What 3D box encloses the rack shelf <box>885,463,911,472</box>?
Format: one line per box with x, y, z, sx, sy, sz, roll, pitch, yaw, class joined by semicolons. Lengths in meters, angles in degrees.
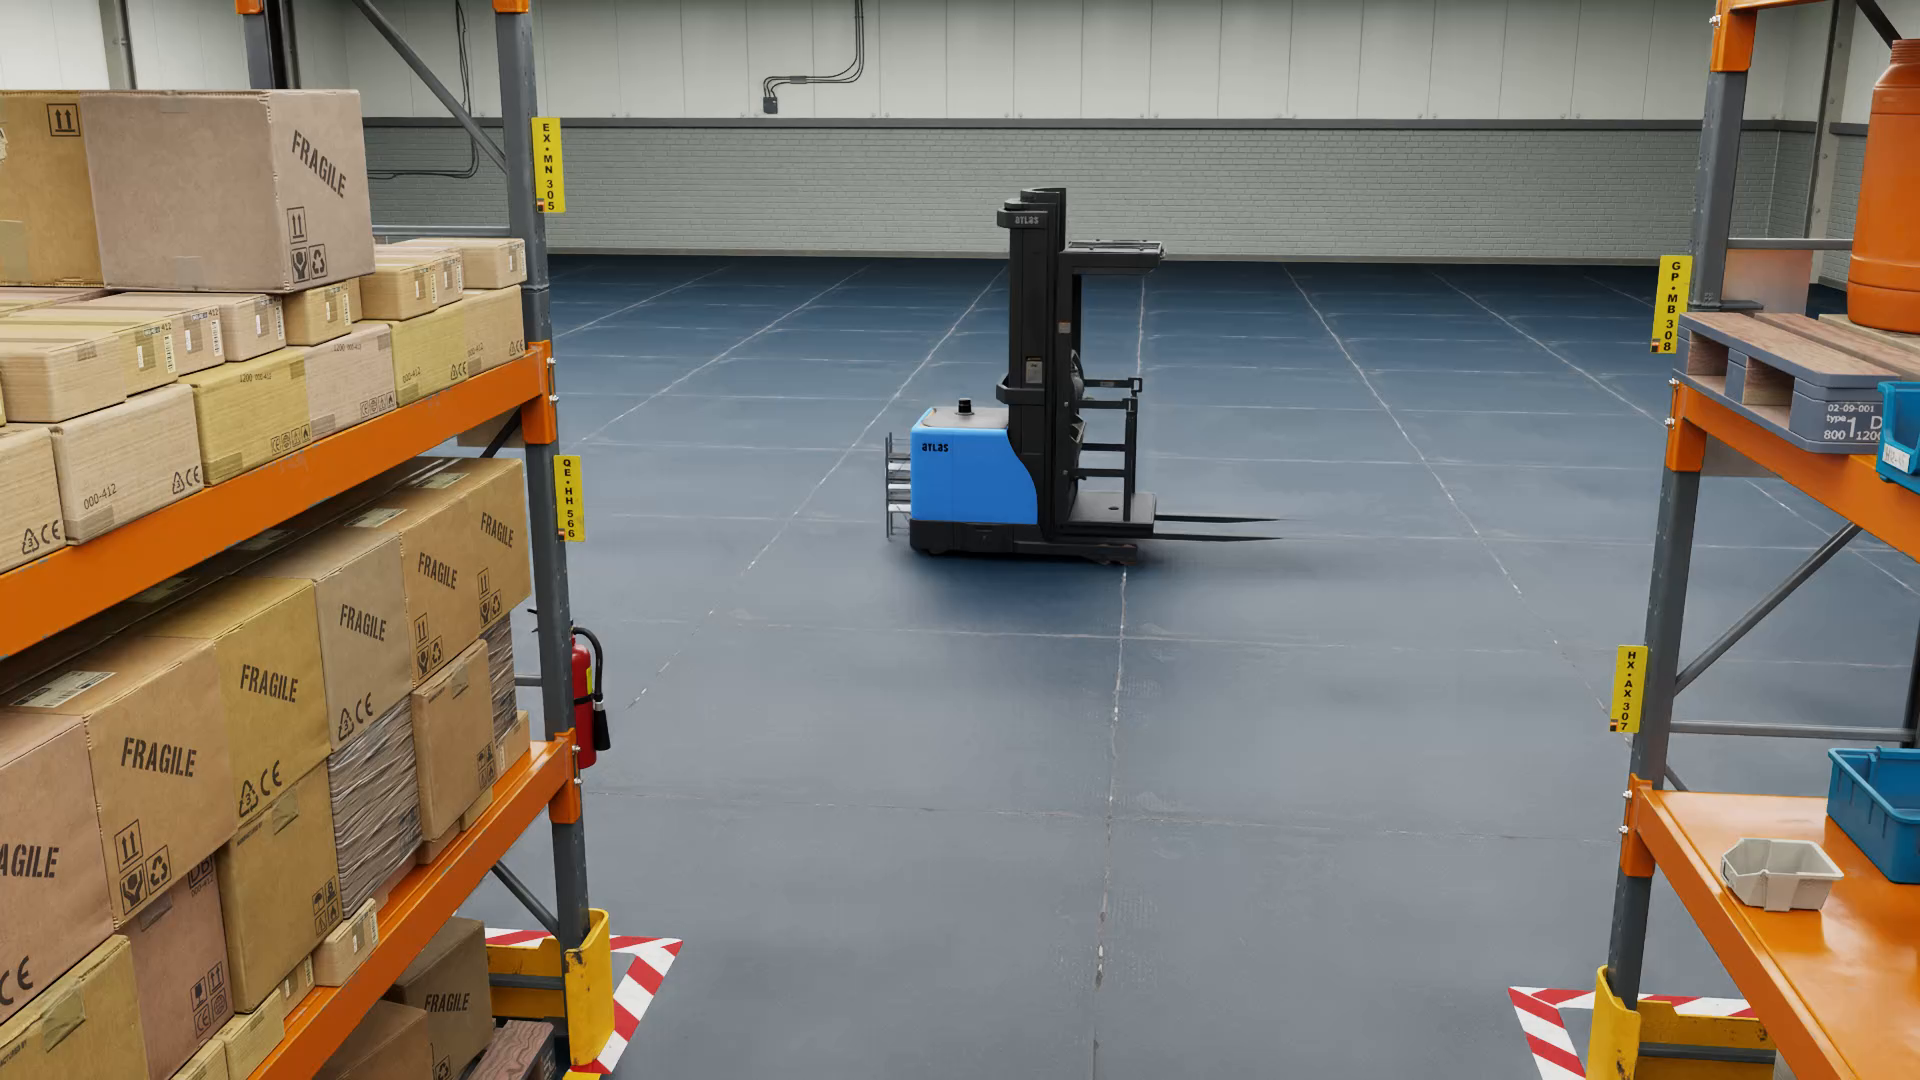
-0.492;-0.592;14.066;0.258;0.077;0.200;2;15;7;rack shelf

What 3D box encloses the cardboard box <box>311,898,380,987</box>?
-1.887;1.130;4.717;0.380;0.149;0.250;2;15;6;cardboard box

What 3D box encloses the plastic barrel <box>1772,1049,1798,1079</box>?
2.928;1.854;5.522;0.421;0.512;0.421;0;15;0;plastic barrel

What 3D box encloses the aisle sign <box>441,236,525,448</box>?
-1.690;-0.725;6.118;0.394;0.787;0.004;2;15;6;aisle sign

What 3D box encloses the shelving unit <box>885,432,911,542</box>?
-0.492;-0.450;14.104;0.258;0.900;0.210;2;15;7;shelving unit

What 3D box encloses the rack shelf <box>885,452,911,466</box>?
-0.492;-0.679;14.042;0.258;0.077;0.200;2;15;7;rack shelf

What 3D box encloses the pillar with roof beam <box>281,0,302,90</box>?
-10.086;-10.296;35.001;9.100;9.000;0.400;2;15;6;pillar with roof beam

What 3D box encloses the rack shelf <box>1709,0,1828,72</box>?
2.700;-1.154;3.336;1.077;0.370;4.000;2;15;6;rack shelf

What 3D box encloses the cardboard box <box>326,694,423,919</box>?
-2.121;0.748;4.887;0.875;0.500;0.500;2;15;6;cardboard box

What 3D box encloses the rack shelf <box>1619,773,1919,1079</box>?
2.700;1.549;4.067;1.077;0.370;4.000;2;15;6;rack shelf

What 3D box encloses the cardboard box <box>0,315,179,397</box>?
-1.994;-0.408;3.703;0.380;0.149;0.250;1;15;5;cardboard box

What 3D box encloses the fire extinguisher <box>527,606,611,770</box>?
-1.525;0.558;6.500;0.296;0.674;0.183;2;15;6;fire extinguisher

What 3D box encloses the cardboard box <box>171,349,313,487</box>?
-1.969;-0.314;4.116;0.500;0.250;0.500;1;15;5;cardboard box

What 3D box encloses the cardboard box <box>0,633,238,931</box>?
-2.031;0.531;3.775;0.500;0.500;0.500;2;15;6;cardboard box

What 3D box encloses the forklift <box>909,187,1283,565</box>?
1.144;-1.358;13.570;3.031;2.935;1.130;2;15;8;forklift

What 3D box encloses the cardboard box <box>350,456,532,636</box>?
-1.812;0.012;5.694;0.500;0.500;0.500;2;15;6;cardboard box

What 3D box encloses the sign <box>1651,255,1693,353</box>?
2.380;-0.787;5.563;0.100;0.325;0.005;2;15;6;sign

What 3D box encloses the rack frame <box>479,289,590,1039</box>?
-1.995;0.537;6.431;1.000;3.000;0.127;2;15;6;rack frame

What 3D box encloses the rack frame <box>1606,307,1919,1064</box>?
2.926;0.683;5.891;1.000;3.000;0.127;2;15;6;rack frame

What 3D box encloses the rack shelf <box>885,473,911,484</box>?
-0.492;-0.505;14.089;0.258;0.077;0.200;2;15;7;rack shelf

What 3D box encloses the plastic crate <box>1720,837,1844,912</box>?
2.505;1.032;5.102;0.298;0.136;0.250;2;15;6;plastic crate

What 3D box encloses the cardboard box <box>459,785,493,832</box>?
-1.828;0.869;5.682;0.380;0.149;0.250;2;15;6;cardboard box

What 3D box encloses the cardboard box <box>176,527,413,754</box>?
-1.922;0.272;4.734;0.500;0.500;0.500;2;15;6;cardboard box

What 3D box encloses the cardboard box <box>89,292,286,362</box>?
-1.948;-0.543;4.201;0.380;0.149;0.250;1;15;3;cardboard box

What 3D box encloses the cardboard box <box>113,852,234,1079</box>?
-2.287;1.006;3.933;0.875;0.500;0.500;2;15;6;cardboard box

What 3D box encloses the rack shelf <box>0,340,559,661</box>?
-2.221;-0.045;4.215;1.077;0.370;4.000;2;15;6;rack shelf

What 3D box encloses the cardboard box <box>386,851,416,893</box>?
-1.941;0.997;5.209;0.380;0.149;0.250;2;15;6;cardboard box

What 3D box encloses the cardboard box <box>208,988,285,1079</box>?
-1.968;1.259;4.240;0.380;0.149;0.250;2;15;6;cardboard box

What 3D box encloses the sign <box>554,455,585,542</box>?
-1.446;-0.153;6.159;0.100;0.325;0.005;2;15;6;sign

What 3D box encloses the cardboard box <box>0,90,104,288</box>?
-2.431;-0.967;4.527;0.500;0.500;0.500;2;15;6;cardboard box

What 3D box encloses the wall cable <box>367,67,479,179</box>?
-12.717;-9.649;38.556;3.097;2.526;0.112;2;15;6;wall cable

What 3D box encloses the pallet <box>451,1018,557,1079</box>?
-2.131;2.112;5.946;1.003;0.211;1.213;2;15;6;pallet

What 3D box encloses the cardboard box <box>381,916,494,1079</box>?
-2.082;1.702;6.105;0.500;0.500;0.500;5;16;17;cardboard box

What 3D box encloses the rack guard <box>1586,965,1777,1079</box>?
2.964;1.910;6.139;1.175;0.500;0.348;2;15;6;rack guard

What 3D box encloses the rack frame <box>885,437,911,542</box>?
-0.504;-0.424;14.007;0.240;0.900;0.006;2;15;7;rack frame

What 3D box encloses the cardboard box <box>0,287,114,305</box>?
-2.419;-0.564;4.280;0.380;0.149;0.250;2;15;6;cardboard box

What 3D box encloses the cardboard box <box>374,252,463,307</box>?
-1.784;-0.812;5.195;0.380;0.149;0.250;1;15;4;cardboard box

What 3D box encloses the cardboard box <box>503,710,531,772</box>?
-1.822;0.738;6.168;0.380;0.149;0.250;2;15;6;cardboard box

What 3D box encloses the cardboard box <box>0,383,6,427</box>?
-2.105;-0.275;3.209;0.380;0.149;0.250;2;15;8;cardboard box

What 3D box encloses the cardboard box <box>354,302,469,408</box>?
-1.851;-0.577;5.089;0.500;0.250;0.500;2;15;7;cardboard box

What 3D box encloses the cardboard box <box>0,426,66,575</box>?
-2.087;-0.048;3.134;0.500;0.250;0.500;2;15;6;cardboard box

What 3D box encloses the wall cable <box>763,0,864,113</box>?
-3.286;-12.506;36.658;2.305;6.003;0.169;2;15;6;wall cable

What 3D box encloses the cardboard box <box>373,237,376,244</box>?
-2.256;-0.967;5.768;0.380;0.149;0.250;2;15;6;cardboard box

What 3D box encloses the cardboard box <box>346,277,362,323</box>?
-1.941;-0.686;4.728;0.380;0.149;0.250;2;15;7;cardboard box

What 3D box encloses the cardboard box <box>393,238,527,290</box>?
-1.717;-0.950;5.706;0.380;0.149;0.250;2;15;6;cardboard box

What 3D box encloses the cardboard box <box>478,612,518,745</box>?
-2.085;0.487;5.854;0.875;0.500;0.500;2;15;6;cardboard box
